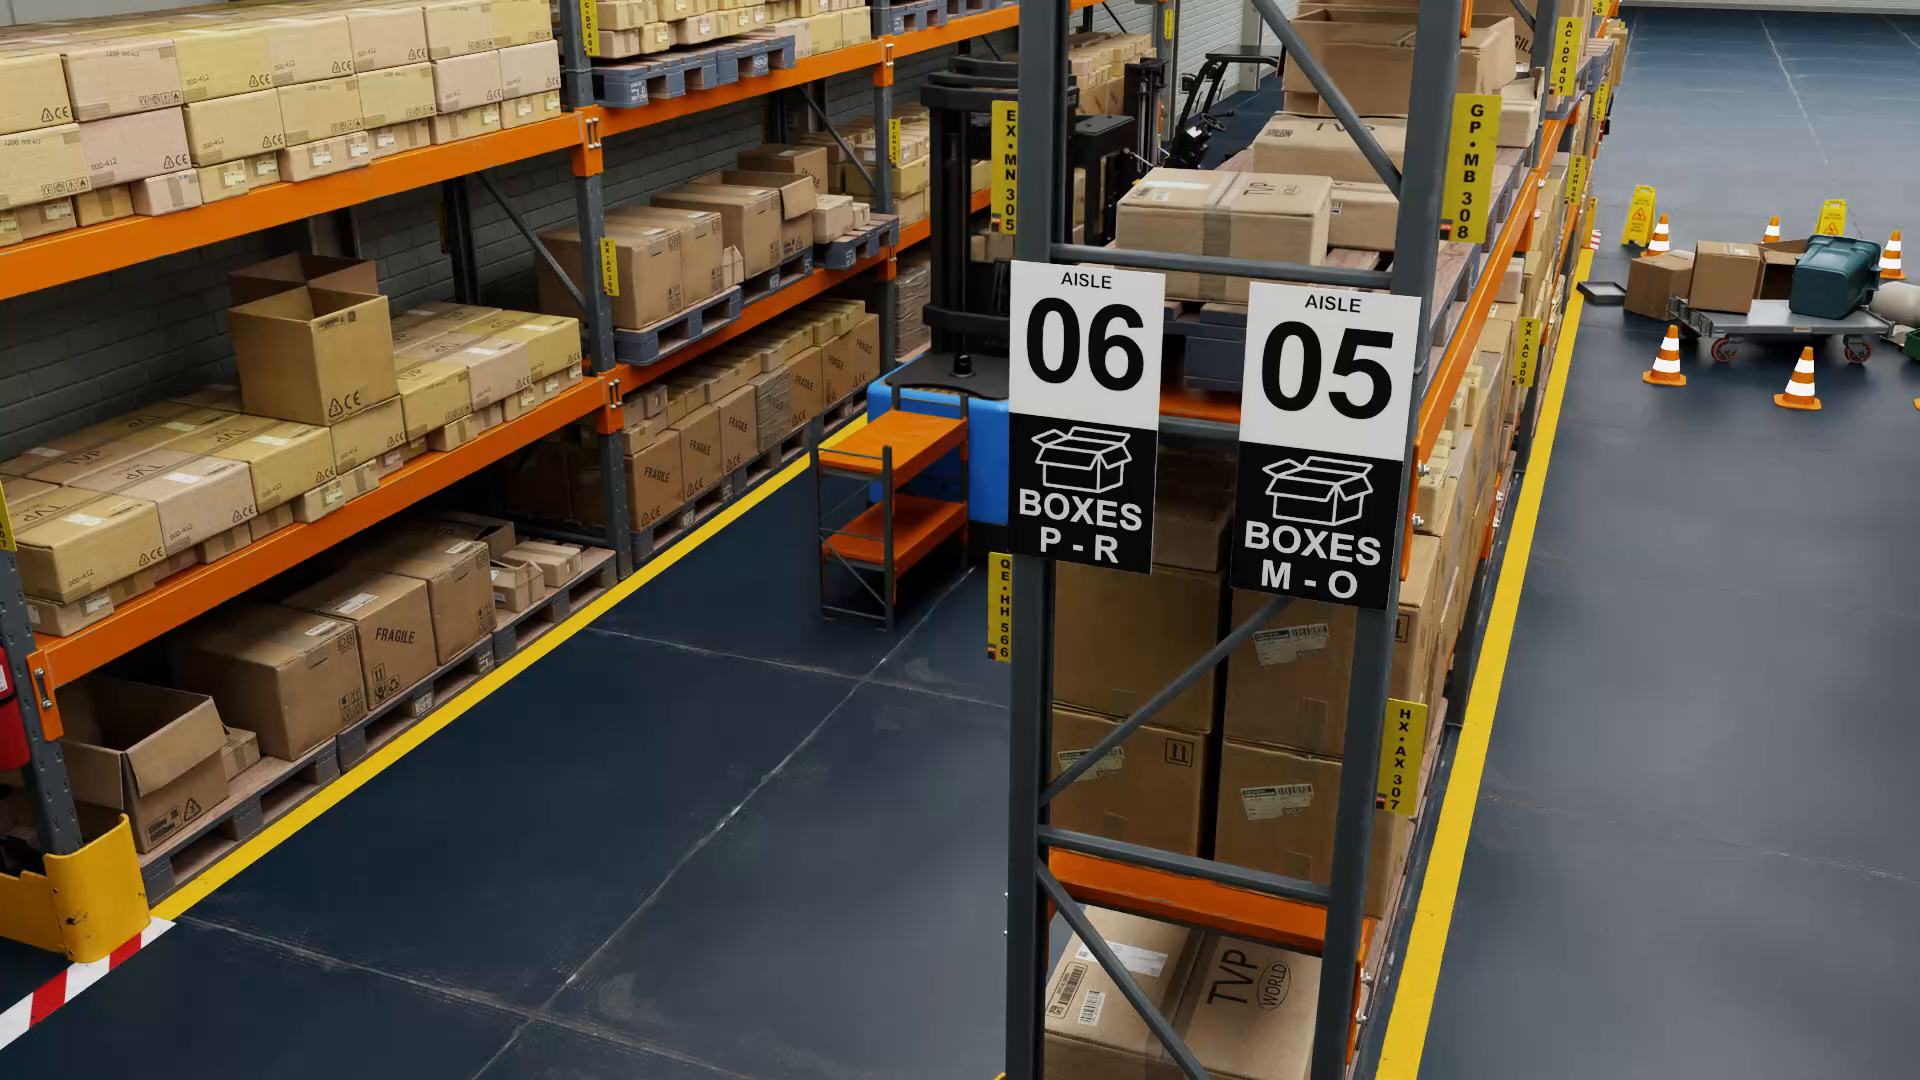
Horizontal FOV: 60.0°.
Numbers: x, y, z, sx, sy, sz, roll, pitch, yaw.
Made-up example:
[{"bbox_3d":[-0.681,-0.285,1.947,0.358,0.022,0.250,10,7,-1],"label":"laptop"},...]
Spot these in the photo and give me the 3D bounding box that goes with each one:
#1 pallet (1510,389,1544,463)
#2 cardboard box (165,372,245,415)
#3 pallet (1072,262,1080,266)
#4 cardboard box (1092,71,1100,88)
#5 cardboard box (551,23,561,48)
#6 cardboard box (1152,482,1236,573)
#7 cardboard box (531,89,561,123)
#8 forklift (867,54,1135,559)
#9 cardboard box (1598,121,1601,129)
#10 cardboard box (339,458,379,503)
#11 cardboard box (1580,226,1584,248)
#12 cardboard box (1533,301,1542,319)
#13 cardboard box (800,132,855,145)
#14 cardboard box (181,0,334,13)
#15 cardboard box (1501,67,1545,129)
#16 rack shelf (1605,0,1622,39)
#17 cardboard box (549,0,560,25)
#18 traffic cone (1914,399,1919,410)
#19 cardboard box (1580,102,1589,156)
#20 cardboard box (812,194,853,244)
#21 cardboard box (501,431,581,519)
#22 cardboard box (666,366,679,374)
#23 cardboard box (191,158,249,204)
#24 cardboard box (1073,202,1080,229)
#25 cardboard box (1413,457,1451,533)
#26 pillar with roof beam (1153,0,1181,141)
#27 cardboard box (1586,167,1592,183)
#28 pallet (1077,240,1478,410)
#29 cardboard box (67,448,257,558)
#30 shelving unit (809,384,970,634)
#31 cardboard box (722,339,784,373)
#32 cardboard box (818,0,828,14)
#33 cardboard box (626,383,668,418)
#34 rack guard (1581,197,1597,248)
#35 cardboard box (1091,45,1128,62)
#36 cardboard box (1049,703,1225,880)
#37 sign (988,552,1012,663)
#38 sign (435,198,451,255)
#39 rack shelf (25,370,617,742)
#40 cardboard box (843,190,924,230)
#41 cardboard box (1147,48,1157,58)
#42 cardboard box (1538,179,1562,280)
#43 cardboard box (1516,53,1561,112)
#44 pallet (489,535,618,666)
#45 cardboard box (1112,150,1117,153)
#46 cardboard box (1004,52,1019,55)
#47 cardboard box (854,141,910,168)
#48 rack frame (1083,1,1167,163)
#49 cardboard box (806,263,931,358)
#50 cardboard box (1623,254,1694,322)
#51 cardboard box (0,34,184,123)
[{"bbox_3d":[3.887,-0.939,12.725,1.003,0.211,1.213,9,24,20],"label":"pallet"},{"bbox_3d":[-3.486,-0.612,8.132,0.500,0.250,0.500,9,24,20],"label":"cardboard box"},{"bbox_3d":[0.806,-3.079,17.848,1.003,0.211,1.213,9,24,20],"label":"pallet"},{"bbox_3d":[1.259,-4.871,17.548,0.380,0.149,0.250,9,24,20],"label":"cardboard box"},{"bbox_3d":[-2.452,-2.851,9.443,0.380,0.149,0.250,9,24,20],"label":"cardboard box"},{"bbox_3d":[0.572,-0.048,4.704,0.380,0.149,0.250,9,24,21],"label":"cardboard box"},{"bbox_3d":[-2.359,-2.322,8.851,0.380,0.149,0.250,9,24,20],"label":"cardboard box"},{"bbox_3d":[0.480,-1.756,11.151,1.130,2.935,3.031,10,25,23],"label":"forklift"},{"bbox_3d":[6.431,-4.581,17.309,0.500,0.500,0.500,9,24,20],"label":"cardboard box"},{"bbox_3d":[-3.005,-0.307,7.918,0.380,0.149,0.250,9,24,21],"label":"cardboard box"},{"bbox_3d":[6.317,-3.222,17.596,0.500,0.250,0.500,9,24,20],"label":"cardboard box"},{"bbox_3d":[2.915,-1.161,9.184,0.500,0.250,0.500,9,24,21],"label":"cardboard box"},{"bbox_3d":[-1.088,-3.256,13.683,0.380,0.149,0.250,9,24,21],"label":"cardboard box"},{"bbox_3d":[-3.314,-2.402,7.876,0.500,0.250,0.500,8,24,19],"label":"cardboard box"},{"bbox_3d":[2.170,-1.803,6.782,0.396,0.266,0.258,10,25,22],"label":"cardboard box"},{"bbox_3d":[5.825,-5.146,16.220,1.077,0.370,4.000,9,24,20],"label":"rack shelf"},{"bbox_3d":[-2.497,-2.994,9.400,0.380,0.149,0.250,8,24,19],"label":"cardboard box"},{"bbox_3d":[7.815,-1.271,13.193,0.336,0.463,0.334,9,24,20],"label":"traffic cone"},{"bbox_3d":[4.940,-3.379,13.888,0.500,0.500,0.500,9,24,20],"label":"cardboard box"},{"bbox_3d":[-1.105,-2.357,12.150,0.500,0.250,0.500,8,24,18],"label":"cardboard box"},{"bbox_3d":[-2.592,-0.483,10.713,0.500,0.500,0.500,9,24,20],"label":"cardboard box"},{"bbox_3d":[-2.190,-1.207,11.603,0.380,0.149,0.250,9,24,21],"label":"cardboard box"},{"bbox_3d":[-3.189,-1.498,6.879,0.380,0.149,0.250,9,24,20],"label":"cardboard box"},{"bbox_3d":[0.938,-3.372,17.305,0.500,0.250,0.500,9,24,20],"label":"cardboard box"},{"bbox_3d":[1.247,-0.159,4.969,0.380,0.149,0.250,10,25,22],"label":"cardboard box"},{"bbox_3d":[7.088,-9.698,22.291,9.100,9.000,0.400,9,24,20],"label":"pillar with roof beam"},{"bbox_3d":[6.242,-3.731,16.999,0.380,0.149,0.250,10,25,22],"label":"cardboard box"},{"bbox_3d":[0.890,-0.694,4.743,1.003,0.211,1.213,9,24,20],"label":"pallet"},{"bbox_3d":[-3.380,-0.165,7.063,0.500,0.250,0.500,9,24,21],"label":"cardboard box"},{"bbox_3d":[-0.393,-0.206,9.784,0.538,1.125,1.048,10,25,23],"label":"shelving unit"},{"bbox_3d":[-1.481,-1.312,11.856,0.380,0.149,0.250,8,24,18],"label":"cardboard box"},{"bbox_3d":[-1.158,-3.813,11.773,0.380,0.149,0.250,9,24,21],"label":"cardboard box"},{"bbox_3d":[-2.068,-0.892,10.464,0.380,0.149,0.250,8,24,17],"label":"cardboard box"},{"bbox_3d":[6.539,-3.629,18.789,1.175,0.500,0.348,9,24,20],"label":"rack guard"},{"bbox_3d":[1.639,-5.372,18.362,0.380,0.149,0.250,9,24,21],"label":"cardboard box"},{"bbox_3d":[0.558,0.660,5.150,0.500,0.500,0.500,9,24,20],"label":"cardboard box"},{"bbox_3d":[0.126,0.190,4.594,0.100,0.325,0.005,9,24,20],"label":"sign"},{"bbox_3d":[-3.017,-1.837,9.754,0.100,0.325,0.005,9,24,20],"label":"sign"},{"bbox_3d":[-3.243,-0.177,8.215,1.077,0.370,4.000,9,24,20],"label":"rack shelf"},{"bbox_3d":[-0.622,-2.711,13.542,0.500,0.250,0.500,9,24,20],"label":"cardboard box"},{"bbox_3d":[2.089,-5.700,19.533,0.380,0.149,0.250,9,24,21],"label":"cardboard box"},{"bbox_3d":[3.273,-1.870,9.909,0.500,0.500,0.500,9,24,20],"label":"cardboard box"},{"bbox_3d":[2.621,-2.160,7.767,0.396,0.266,0.258,9,24,20],"label":"cardboard box"},{"bbox_3d":[-2.756,0.308,9.739,1.003,0.211,1.213,9,24,20],"label":"pallet"},{"bbox_3d":[1.714,-4.330,18.950,0.500,0.250,0.500,9,24,21],"label":"cardboard box"},{"bbox_3d":[0.677,-5.097,17.702,0.380,0.149,0.250,8,24,19],"label":"cardboard box"},{"bbox_3d":[-0.622,-3.073,13.245,0.380,0.149,0.250,10,24,22],"label":"cardboard box"},{"bbox_3d":[1.957,-5.519,20.071,1.000,3.000,0.127,9,24,20],"label":"rack frame"},{"bbox_3d":[-0.770,-1.975,14.123,0.875,0.625,0.625,10,25,22],"label":"cardboard box"},{"bbox_3d":[6.743,-2.414,15.878,0.500,0.500,0.500,-12,25,-26],"label":"cardboard box"},{"bbox_3d":[-3.381,-1.778,6.383,0.500,0.250,0.500,9,24,20],"label":"cardboard box"}]
